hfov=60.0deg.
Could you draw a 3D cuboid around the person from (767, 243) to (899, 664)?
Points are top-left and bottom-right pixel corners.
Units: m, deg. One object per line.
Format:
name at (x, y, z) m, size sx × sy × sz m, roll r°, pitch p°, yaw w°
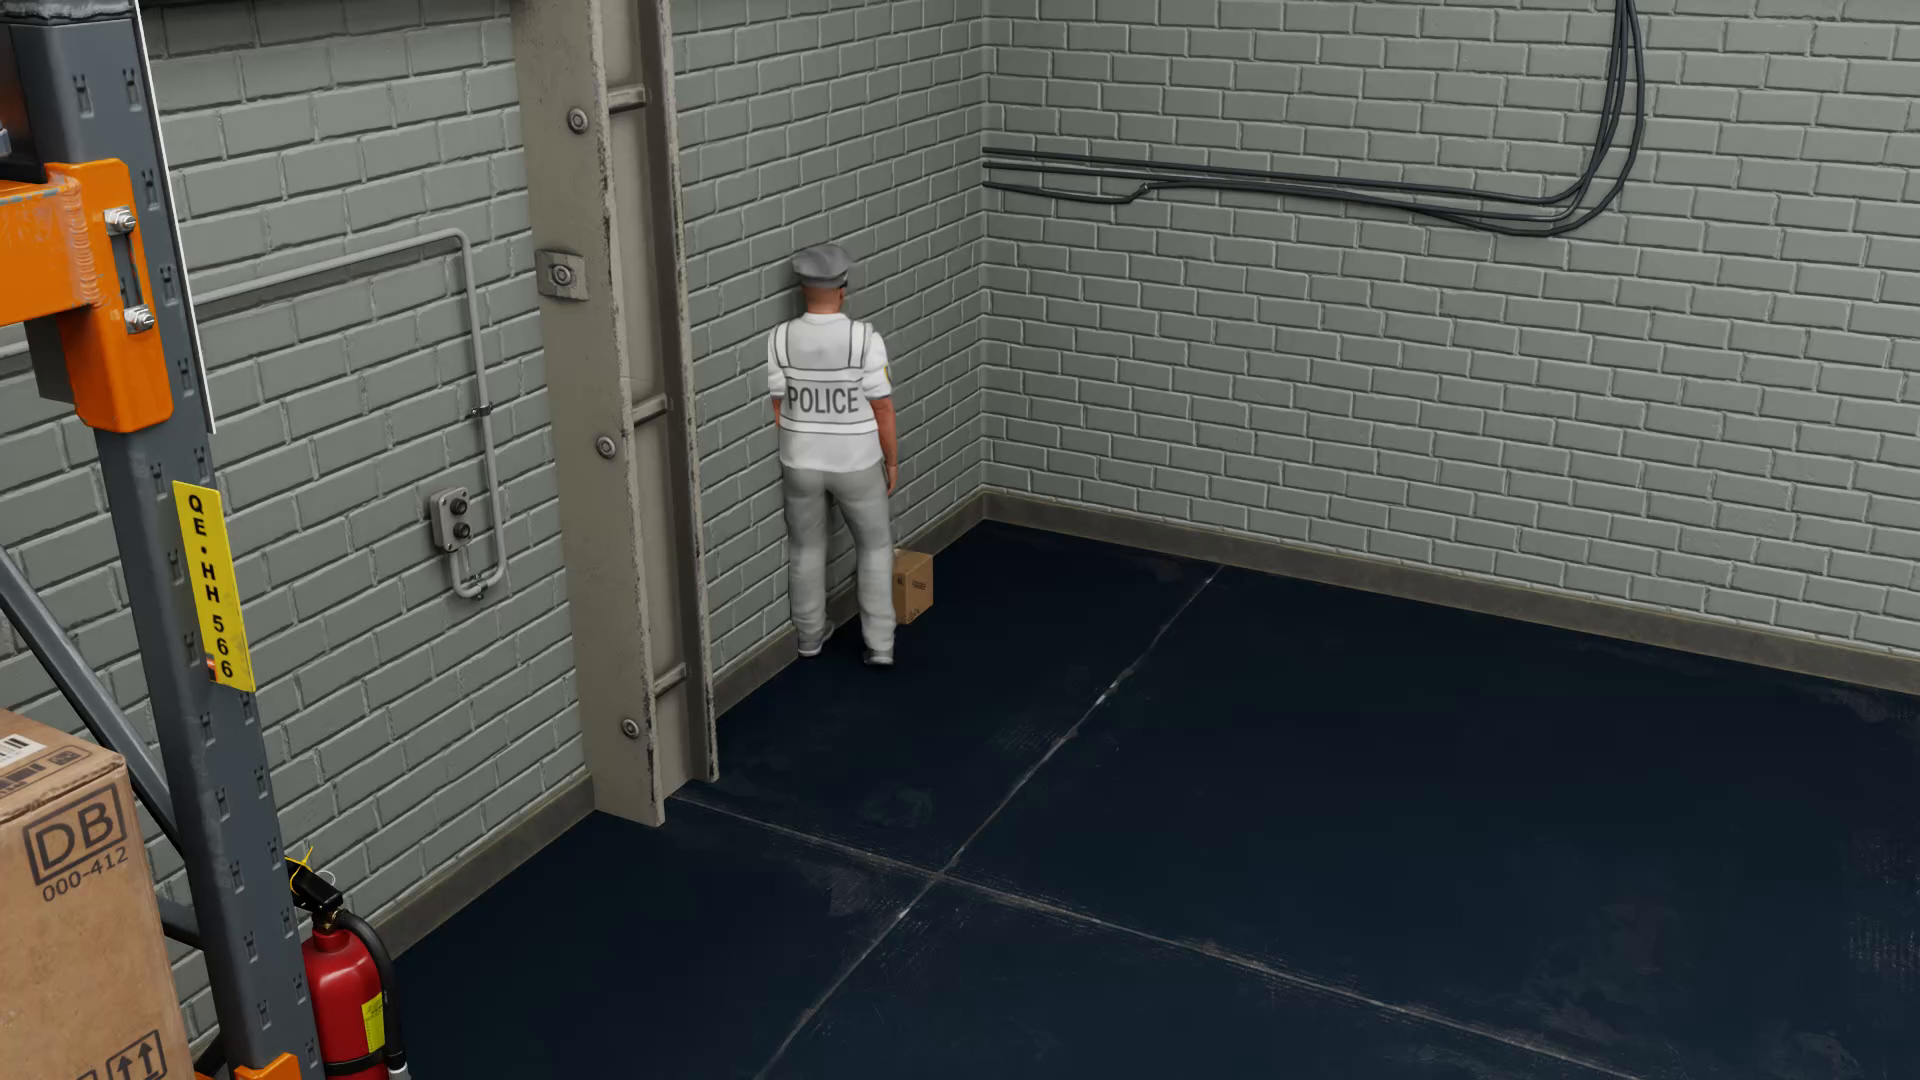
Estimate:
person at (-0.530, -0.309, 6.874) m, size 0.564 × 1.833 × 0.445 m, roll 3°, pitch 23°, yaw 7°
